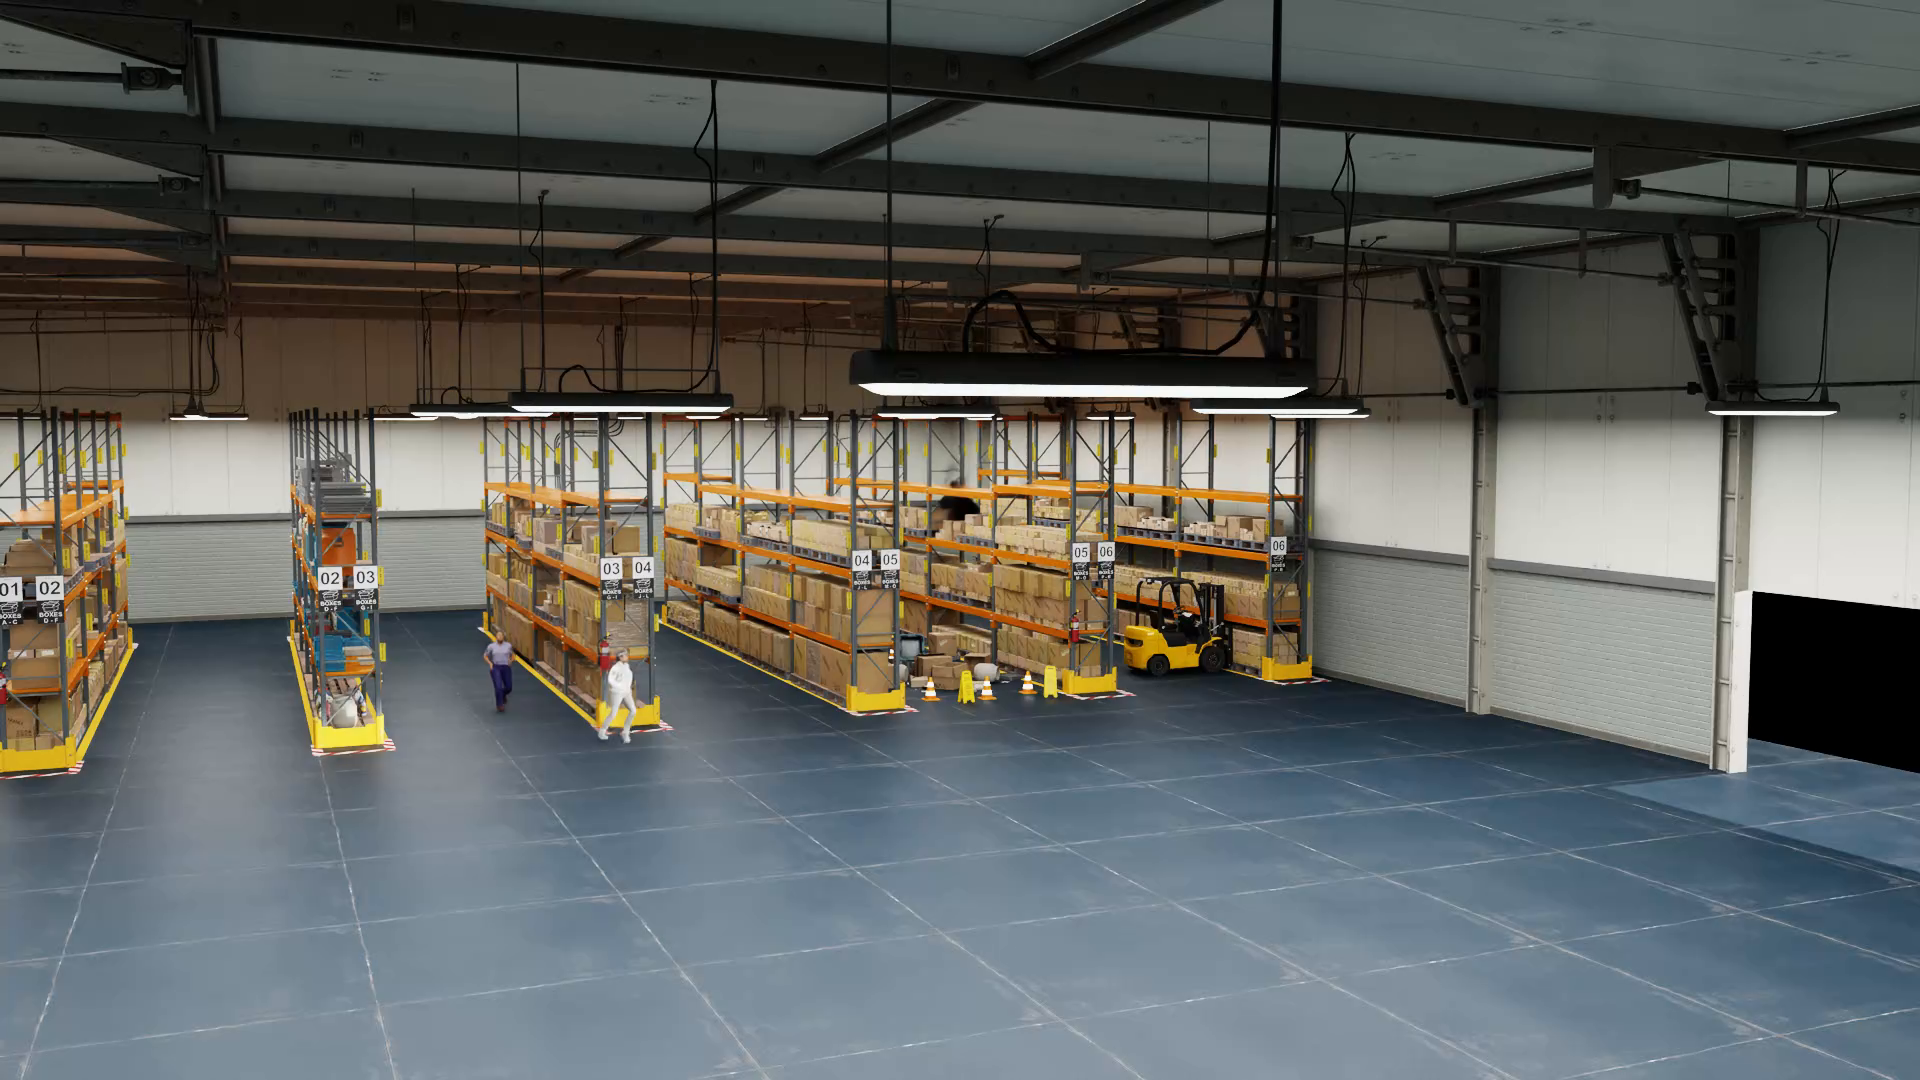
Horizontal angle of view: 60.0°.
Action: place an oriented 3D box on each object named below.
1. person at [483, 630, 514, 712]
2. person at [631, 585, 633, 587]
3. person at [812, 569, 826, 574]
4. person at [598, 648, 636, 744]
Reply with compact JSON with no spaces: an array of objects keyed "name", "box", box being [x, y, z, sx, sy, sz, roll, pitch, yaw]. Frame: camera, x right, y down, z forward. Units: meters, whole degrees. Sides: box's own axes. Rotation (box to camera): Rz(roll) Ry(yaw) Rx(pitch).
[{"name":"person","box":[-9.192,2.598,33.216,0.610,1.596,0.621,-2,5,-28]},{"name":"person","box":[-8.744,1.773,45.084,0.513,1.606,0.675,-2,4,-21]},{"name":"person","box":[-4.343,1.259,51.182,0.779,1.782,0.658,-1,4,-13]},{"name":"person","box":[-6.124,2.799,30.008,0.670,1.705,0.678,2,5,30]}]
